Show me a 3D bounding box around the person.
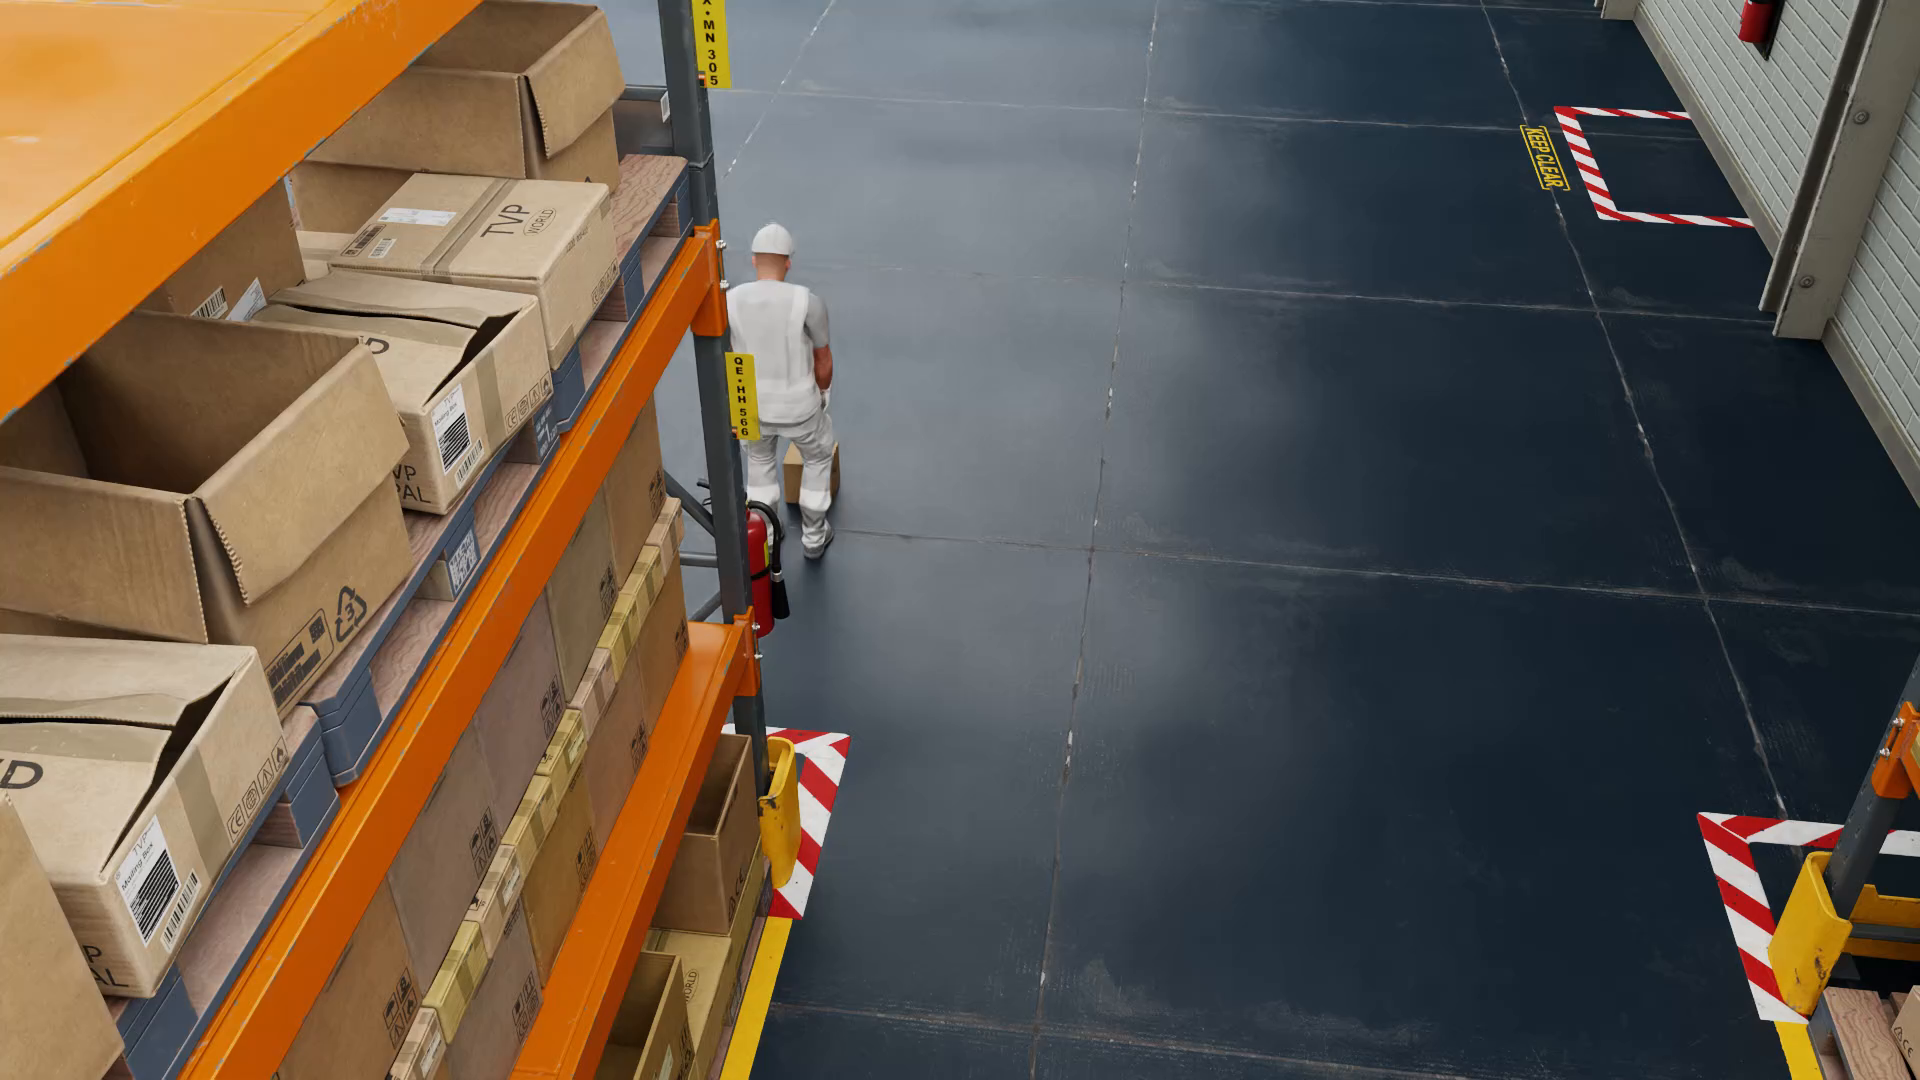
[{"bbox_3d":[-0.882,-0.690,8.057,0.554,1.698,0.516,5,36,7],"label":"person"}]
